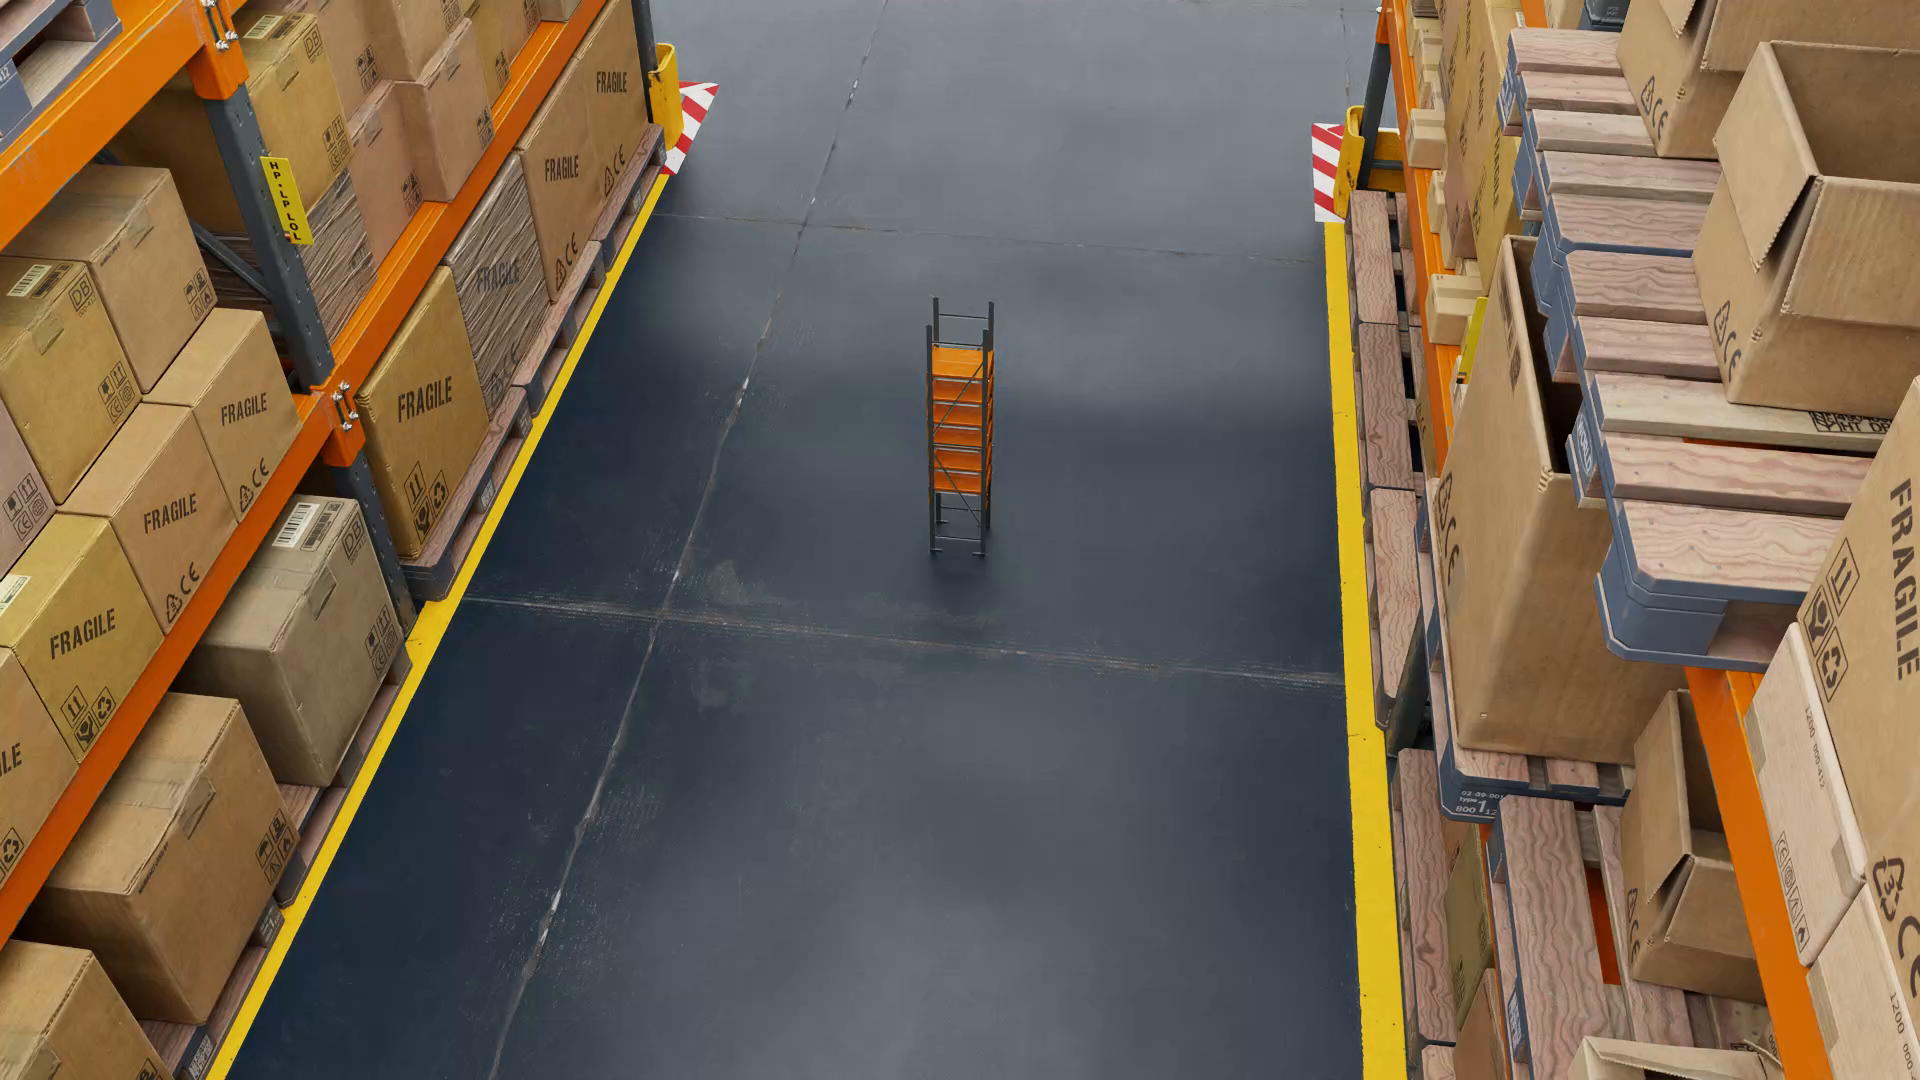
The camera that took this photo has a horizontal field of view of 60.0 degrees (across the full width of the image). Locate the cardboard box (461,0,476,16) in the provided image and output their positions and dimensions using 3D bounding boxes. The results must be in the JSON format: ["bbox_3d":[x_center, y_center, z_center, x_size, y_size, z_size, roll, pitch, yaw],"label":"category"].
[{"bbox_3d":[-2.450,-2.565,6.905,0.875,0.550,0.500,5,44,6],"label":"cardboard box"}]

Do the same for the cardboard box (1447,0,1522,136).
[{"bbox_3d":[2.062,-1.768,5.942,0.500,0.500,0.500,5,44,6],"label":"cardboard box"}]

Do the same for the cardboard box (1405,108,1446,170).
[{"bbox_3d":[2.103,-1.696,7.065,0.380,0.149,0.250,5,44,6],"label":"cardboard box"}]

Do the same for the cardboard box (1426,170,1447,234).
[{"bbox_3d":[2.093,-1.350,6.699,0.380,0.149,0.250,5,44,6],"label":"cardboard box"}]

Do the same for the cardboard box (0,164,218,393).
[{"bbox_3d":[-2.820,-0.828,5.165,0.700,0.500,0.500,5,44,5],"label":"cardboard box"}]

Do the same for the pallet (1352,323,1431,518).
[{"bbox_3d":[2.356,-0.530,7.678,1.003,0.211,1.213,5,44,6],"label":"pallet"}]

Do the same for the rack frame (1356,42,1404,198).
[{"bbox_3d":[2.672,-2.974,8.231,1.000,3.000,0.127,5,44,6],"label":"rack frame"}]

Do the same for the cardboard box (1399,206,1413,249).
[{"bbox_3d":[2.573,-1.794,8.498,0.500,0.500,0.500,13,45,13],"label":"cardboard box"}]

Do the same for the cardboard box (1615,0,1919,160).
[{"bbox_3d":[1.983,-1.215,3.812,0.797,0.503,0.637,3,44,3],"label":"cardboard box"}]

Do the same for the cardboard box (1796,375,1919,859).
[{"bbox_3d":[1.567,0.137,2.328,0.500,0.500,0.500,6,44,6],"label":"cardboard box"}]

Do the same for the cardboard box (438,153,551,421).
[{"bbox_3d":[-2.492,-1.185,7.582,0.875,0.875,0.875,6,44,6],"label":"cardboard box"}]

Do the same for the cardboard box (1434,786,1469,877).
[{"bbox_3d":[2.040,0.917,5.620,0.700,0.500,0.500,2,43,2],"label":"cardboard box"}]

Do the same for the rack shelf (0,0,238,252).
[{"bbox_3d":[-3.025,-0.232,3.677,1.077,0.370,4.000,5,44,6],"label":"rack shelf"}]

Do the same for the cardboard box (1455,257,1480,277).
[{"bbox_3d":[2.101,-1.003,6.332,0.380,0.149,0.250,5,44,6],"label":"cardboard box"}]

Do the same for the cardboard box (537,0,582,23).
[{"bbox_3d":[-2.287,-2.914,8.059,0.875,0.550,0.550,5,44,6],"label":"cardboard box"}]

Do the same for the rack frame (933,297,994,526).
[{"bbox_3d":[0.014,-0.508,6.936,0.240,1.200,0.006,5,44,6],"label":"rack frame"}]

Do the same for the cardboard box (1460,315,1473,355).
[{"bbox_3d":[2.015,-0.664,5.974,0.380,0.149,0.250,5,44,6],"label":"cardboard box"}]

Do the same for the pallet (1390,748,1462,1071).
[{"bbox_3d":[2.041,1.296,5.750,1.003,0.211,1.213,5,44,6],"label":"pallet"}]

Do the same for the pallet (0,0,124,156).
[{"bbox_3d":[-2.832,-1.158,4.271,0.805,0.209,1.217,4,44,4],"label":"pallet"}]

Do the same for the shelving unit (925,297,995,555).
[{"bbox_3d":[0.002,-0.446,6.870,0.258,1.200,0.189,5,44,6],"label":"shelving unit"}]

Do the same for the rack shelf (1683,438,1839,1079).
[{"bbox_3d":[1.879,0.288,3.128,1.077,0.370,4.000,5,44,6],"label":"rack shelf"}]

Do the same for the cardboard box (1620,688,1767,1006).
[{"bbox_3d":[2.005,0.752,3.915,0.797,0.503,0.637,9,44,10],"label":"cardboard box"}]

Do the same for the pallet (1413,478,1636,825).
[{"bbox_3d":[1.898,0.330,4.882,1.003,0.211,1.213,5,44,6],"label":"pallet"}]

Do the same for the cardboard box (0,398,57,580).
[{"bbox_3d":[-2.953,-0.133,4.431,0.700,0.500,0.500,6,44,6],"label":"cardboard box"}]

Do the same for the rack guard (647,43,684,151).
[{"bbox_3d":[-2.228,-2.602,9.657,1.175,0.500,0.348,5,44,6],"label":"rack guard"}]

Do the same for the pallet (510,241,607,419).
[{"bbox_3d":[-2.423,-1.100,8.280,1.003,0.211,1.213,5,44,6],"label":"pallet"}]

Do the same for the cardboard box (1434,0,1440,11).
[{"bbox_3d":[2.191,-2.450,6.662,0.500,0.500,0.500,5,44,6],"label":"cardboard box"}]

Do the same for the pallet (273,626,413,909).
[{"bbox_3d":[-2.787,0.778,6.297,1.003,0.211,1.213,5,44,6],"label":"pallet"}]

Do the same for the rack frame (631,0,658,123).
[{"bbox_3d":[-2.231,-3.493,8.780,1.000,3.000,0.127,5,44,6],"label":"rack frame"}]

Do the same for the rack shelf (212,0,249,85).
[{"bbox_3d":[-2.496,-2.958,6.556,1.077,0.370,4.000,5,44,6],"label":"rack shelf"}]

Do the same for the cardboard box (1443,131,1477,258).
[{"bbox_3d":[2.331,-1.380,6.259,0.875,0.500,0.500,5,44,6],"label":"cardboard box"}]

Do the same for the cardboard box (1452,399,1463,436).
[{"bbox_3d":[1.880,-0.329,5.621,0.380,0.149,0.250,5,44,6],"label":"cardboard box"}]

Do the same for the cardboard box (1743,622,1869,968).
[{"bbox_3d":[1.555,0.416,2.578,0.500,0.250,0.500,6,44,7],"label":"cardboard box"}]

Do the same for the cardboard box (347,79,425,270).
[{"bbox_3d":[-2.673,-1.451,6.514,0.875,0.550,0.550,5,44,6],"label":"cardboard box"}]

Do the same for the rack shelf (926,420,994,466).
[{"bbox_3d":[0.002,-0.413,6.901,0.258,0.103,0.180,5,44,6],"label":"rack shelf"}]

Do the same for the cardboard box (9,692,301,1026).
[{"bbox_3d":[-2.884,0.986,5.380,1.050,0.750,0.750,5,44,6],"label":"cardboard box"}]

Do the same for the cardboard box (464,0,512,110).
[{"bbox_3d":[-2.514,-2.179,7.282,0.875,0.550,0.500,5,44,6],"label":"cardboard box"}]

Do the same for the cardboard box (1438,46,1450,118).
[{"bbox_3d":[2.516,-2.057,6.974,0.875,0.500,0.500,5,44,6],"label":"cardboard box"}]

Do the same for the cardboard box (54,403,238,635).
[{"bbox_3d":[-2.631,-0.079,5.102,0.500,0.500,0.500,5,44,5],"label":"cardboard box"}]

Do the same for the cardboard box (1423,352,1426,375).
[{"bbox_3d":[2.426,-0.959,7.616,0.500,0.500,0.500,9,44,9],"label":"cardboard box"}]

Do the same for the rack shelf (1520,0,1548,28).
[{"bbox_3d":[2.407,-2.438,6.007,1.077,0.370,4.000,5,44,6],"label":"rack shelf"}]

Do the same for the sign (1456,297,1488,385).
[{"bbox_3d":[1.604,-0.606,5.101,0.100,0.325,0.005,5,44,6],"label":"sign"}]

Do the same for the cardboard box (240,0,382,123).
[{"bbox_3d":[-2.720,-1.847,6.147,0.875,0.550,0.550,5,44,6],"label":"cardboard box"}]

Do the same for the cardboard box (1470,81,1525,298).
[{"bbox_3d":[1.930,-1.087,5.222,0.500,0.500,0.500,5,44,6],"label":"cardboard box"}]

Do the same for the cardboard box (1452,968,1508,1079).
[{"bbox_3d":[1.885,1.622,4.876,0.700,0.500,0.500,2,43,2],"label":"cardboard box"}]

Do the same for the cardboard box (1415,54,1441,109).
[{"bbox_3d":[2.245,-2.030,7.417,0.380,0.149,0.250,5,44,6],"label":"cardboard box"}]

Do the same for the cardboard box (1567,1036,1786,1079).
[{"bbox_3d":[1.567,1.214,3.601,0.396,0.266,0.258,4,44,4],"label":"cardboard box"}]

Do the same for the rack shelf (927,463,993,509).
[{"bbox_3d":[0.002,-0.239,7.066,0.258,0.103,0.180,5,44,6],"label":"rack shelf"}]

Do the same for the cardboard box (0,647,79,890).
[{"bbox_3d":[-2.762,0.611,4.372,0.500,0.500,0.500,5,44,5],"label":"cardboard box"}]

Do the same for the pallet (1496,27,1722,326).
[{"bbox_3d":[1.956,-0.857,3.951,1.213,0.211,1.003,5,44,6],"label":"pallet"}]

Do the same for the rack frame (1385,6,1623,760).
[{"bbox_3d":[2.143,-0.247,5.352,1.000,3.000,0.127,5,44,6],"label":"rack frame"}]

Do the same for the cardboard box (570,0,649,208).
[{"bbox_3d":[-2.255,-2.406,8.872,0.875,0.875,0.875,5,44,6],"label":"cardboard box"}]

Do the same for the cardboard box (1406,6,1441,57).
[{"bbox_3d":[2.298,-2.372,7.778,0.380,0.149,0.250,5,44,6],"label":"cardboard box"}]

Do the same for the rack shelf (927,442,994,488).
[{"bbox_3d":[0.002,-0.326,6.983,0.258,0.103,0.180,5,44,6],"label":"rack shelf"}]
